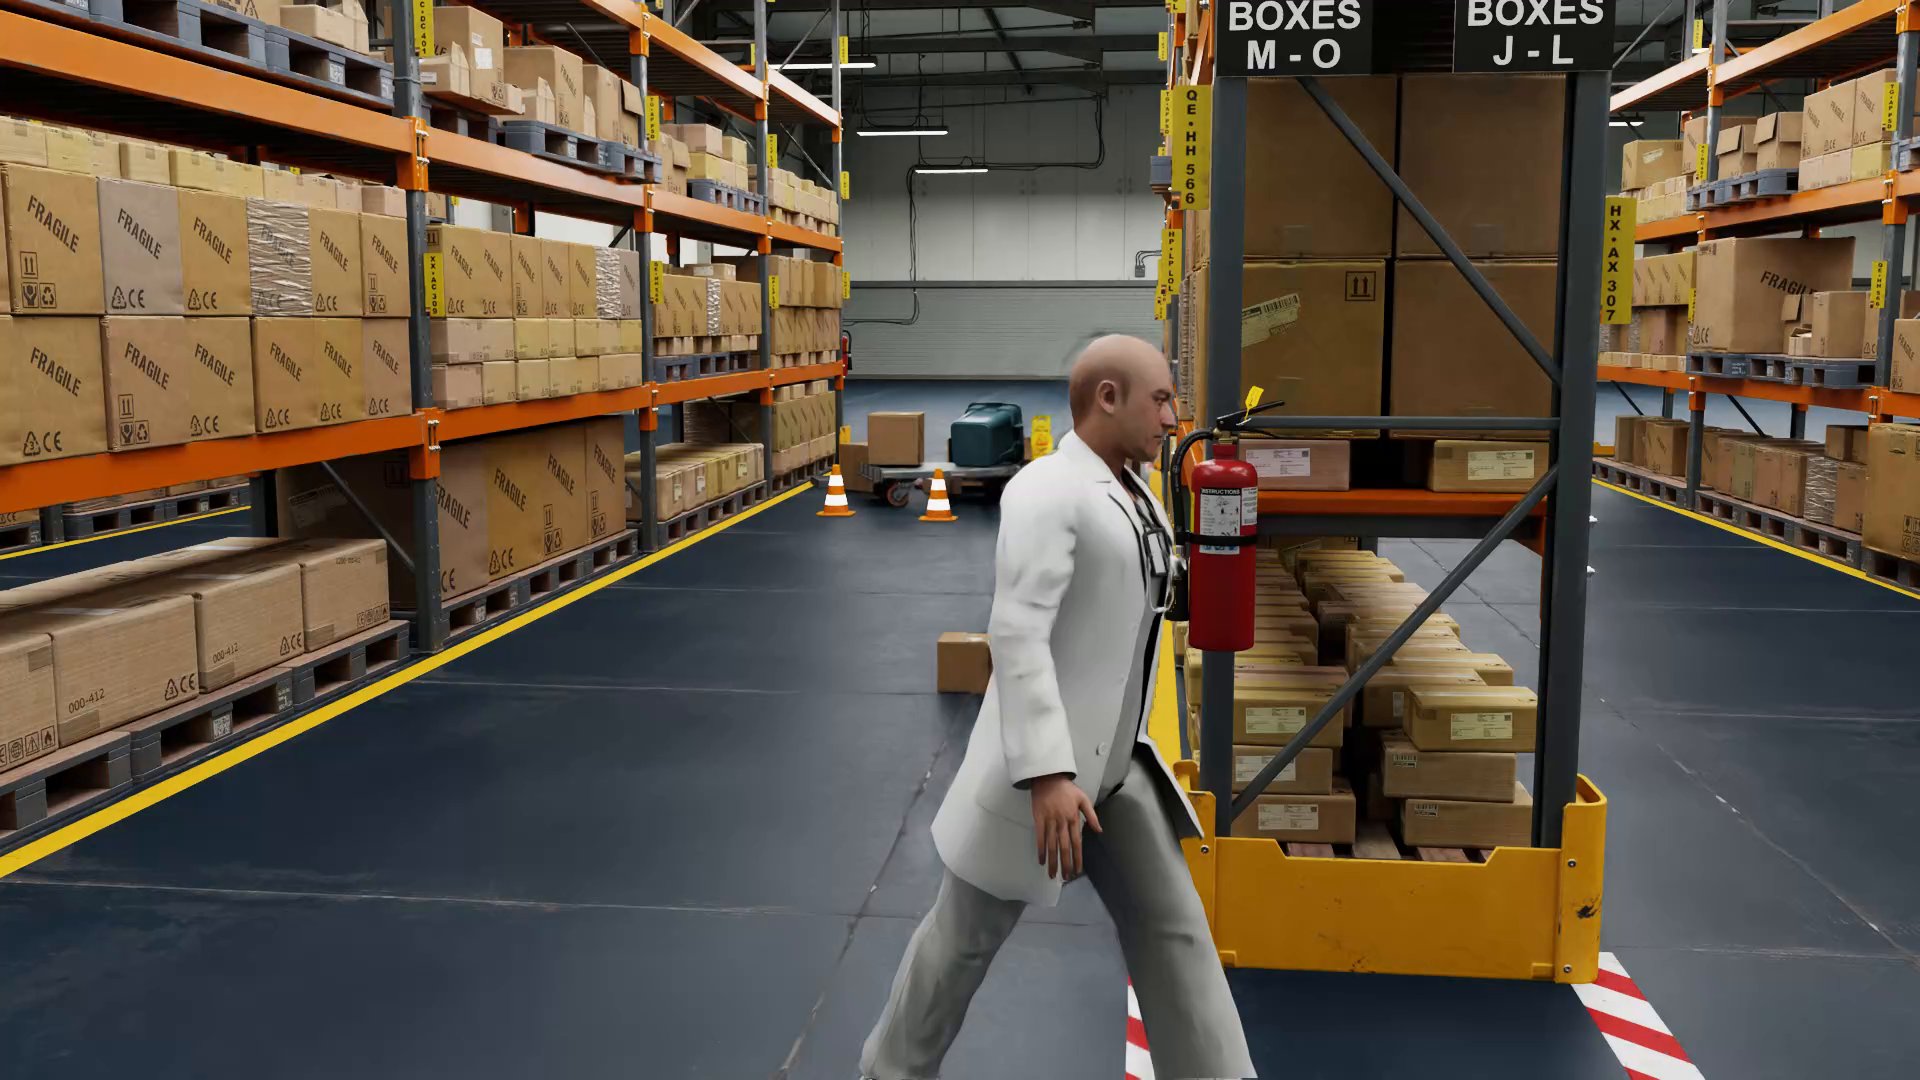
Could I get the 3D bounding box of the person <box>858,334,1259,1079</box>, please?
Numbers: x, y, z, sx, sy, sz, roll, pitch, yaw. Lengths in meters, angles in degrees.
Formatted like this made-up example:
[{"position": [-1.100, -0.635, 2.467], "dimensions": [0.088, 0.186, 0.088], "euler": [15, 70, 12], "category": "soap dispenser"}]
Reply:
[{"position": [0.266, 0.450, 3.334], "dimensions": [1.081, 1.710, 0.659], "euler": [6, 9, 38], "category": "person"}]
